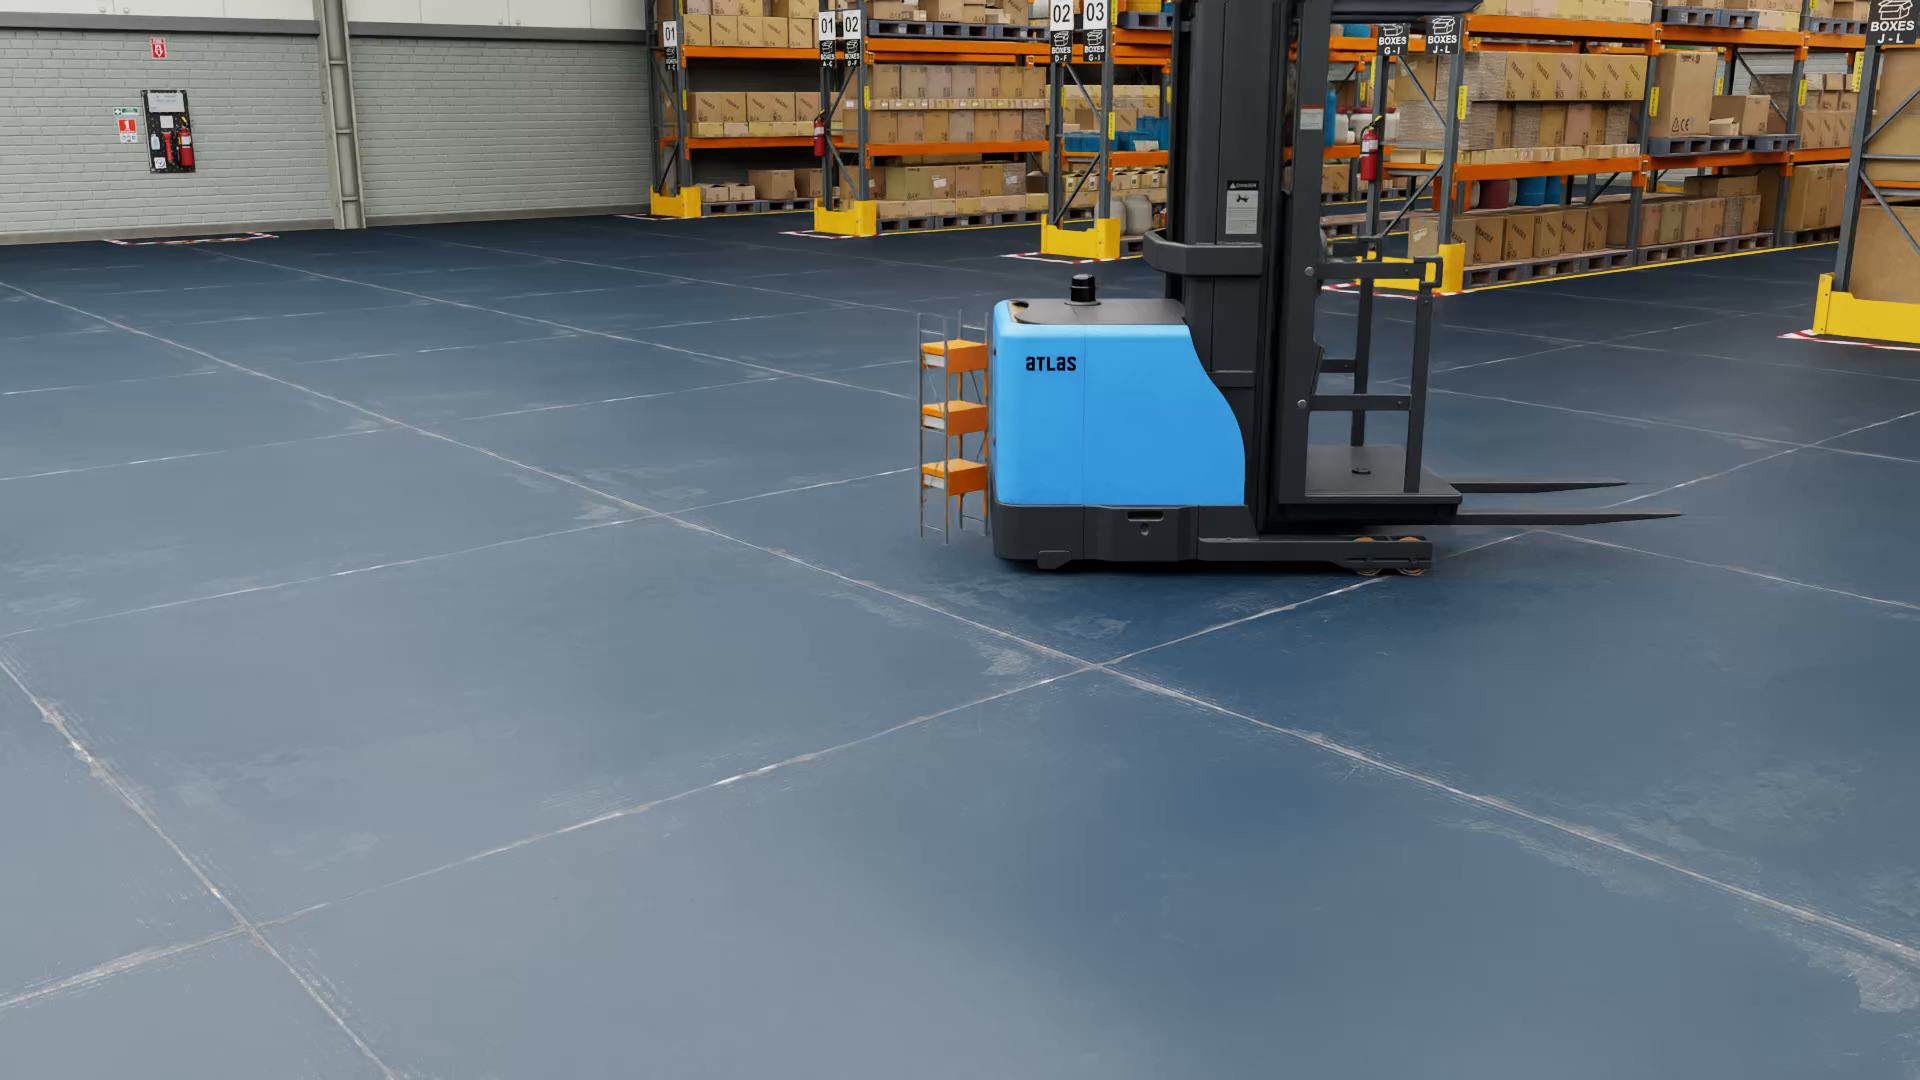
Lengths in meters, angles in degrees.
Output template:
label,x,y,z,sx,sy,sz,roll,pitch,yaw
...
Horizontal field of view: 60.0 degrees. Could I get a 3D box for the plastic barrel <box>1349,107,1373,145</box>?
label,x,y,z,sx,sy,sz,roll,pitch,yaw
plastic barrel,5.966,-6.115,24.569,0.433,0.535,0.433,0,15,0

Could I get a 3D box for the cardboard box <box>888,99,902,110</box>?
label,x,y,z,sx,sy,sz,roll,pitch,yaw
cardboard box,-1.084,-6.525,24.914,0.250,0.149,0.380,-13,20,-41

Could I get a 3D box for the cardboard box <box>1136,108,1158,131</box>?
label,x,y,z,sx,sy,sz,roll,pitch,yaw
cardboard box,3.061,-7.210,28.734,0.500,0.500,0.500,-14,20,-42

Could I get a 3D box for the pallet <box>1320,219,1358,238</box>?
label,x,y,z,sx,sy,sz,roll,pitch,yaw
pallet,5.114,-4.599,24.560,1.213,0.211,1.003,-13,19,-39

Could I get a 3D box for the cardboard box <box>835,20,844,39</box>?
label,x,y,z,sx,sy,sz,roll,pitch,yaw
cardboard box,-2.177,-9.108,29.990,0.500,0.500,0.500,-12,19,-38

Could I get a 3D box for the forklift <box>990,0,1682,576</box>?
label,x,y,z,sx,sy,sz,roll,pitch,yaw
forklift,1.663,-1.398,7.304,3.031,2.935,1.130,0,15,0

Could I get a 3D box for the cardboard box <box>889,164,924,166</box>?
label,x,y,z,sx,sy,sz,roll,pitch,yaw
cardboard box,-0.765,-5.651,26.155,0.500,0.500,0.500,-13,19,-39

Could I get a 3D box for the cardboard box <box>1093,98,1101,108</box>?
label,x,y,z,sx,sy,sz,roll,pitch,yaw
cardboard box,2.760,-8.907,34.474,0.500,0.500,0.500,-12,19,-38

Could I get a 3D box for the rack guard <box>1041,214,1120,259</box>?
label,x,y,z,sx,sy,sz,roll,pitch,yaw
rack guard,1.556,-3.943,21.542,0.348,0.500,1.175,-13,19,-39

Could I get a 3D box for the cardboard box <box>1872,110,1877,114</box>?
label,x,y,z,sx,sy,sz,roll,pitch,yaw
cardboard box,12.892,-5.941,23.984,0.500,0.500,0.500,-13,20,-40

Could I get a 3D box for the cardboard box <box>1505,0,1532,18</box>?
label,x,y,z,sx,sy,sz,roll,pitch,yaw
cardboard box,5.699,-5.661,17.608,0.500,0.250,0.500,-13,20,-41

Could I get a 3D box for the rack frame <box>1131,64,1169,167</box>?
label,x,y,z,sx,sy,sz,roll,pitch,yaw
rack frame,4.079,-9.090,35.968,0.127,3.000,1.000,-13,19,-39

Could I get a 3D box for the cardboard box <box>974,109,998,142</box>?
label,x,y,z,sx,sy,sz,roll,pitch,yaw
cardboard box,0.193,-6.568,26.333,0.500,0.500,0.700,-12,19,-39

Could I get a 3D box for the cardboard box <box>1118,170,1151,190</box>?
label,x,y,z,sx,sy,sz,roll,pitch,yaw
cardboard box,2.933,-6.199,28.571,0.500,0.311,0.500,-12,19,-38

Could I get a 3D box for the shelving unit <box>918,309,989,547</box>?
label,x,y,z,sx,sy,sz,roll,pitch,yaw
shelving unit,-0.030,-0.516,7.649,0.252,1.050,0.215,-12,19,-39

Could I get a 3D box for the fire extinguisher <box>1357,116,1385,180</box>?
label,x,y,z,sx,sy,sz,roll,pitch,yaw
fire extinguisher,4.392,-4.197,17.801,0.183,0.674,0.296,-13,19,-39

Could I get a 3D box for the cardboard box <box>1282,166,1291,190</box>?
label,x,y,z,sx,sy,sz,roll,pitch,yaw
cardboard box,6.010,-6.738,31.155,0.500,0.500,0.500,-14,20,-41

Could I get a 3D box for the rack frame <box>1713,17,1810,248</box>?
label,x,y,z,sx,sy,sz,roll,pitch,yaw
rack frame,10.816,-5.519,22.601,0.127,3.000,1.000,-13,19,-39

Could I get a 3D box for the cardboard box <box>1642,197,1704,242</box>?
label,x,y,z,sx,sy,sz,roll,pitch,yaw
cardboard box,9.070,-4.119,21.348,0.700,0.500,0.500,14,20,42

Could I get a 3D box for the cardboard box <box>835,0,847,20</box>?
label,x,y,z,sx,sy,sz,roll,pitch,yaw
cardboard box,-2.156,-9.587,29.848,0.500,0.500,0.500,14,20,42

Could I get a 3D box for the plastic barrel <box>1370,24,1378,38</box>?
label,x,y,z,sx,sy,sz,roll,pitch,yaw
plastic barrel,6.309,-7.933,24.991,0.708,0.830,0.600,-13,19,-39

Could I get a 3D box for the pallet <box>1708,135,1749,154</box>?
label,x,y,z,sx,sy,sz,roll,pitch,yaw
pallet,9.349,-5.083,21.340,1.213,0.211,1.003,-13,19,-39

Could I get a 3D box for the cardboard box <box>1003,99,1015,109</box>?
label,x,y,z,sx,sy,sz,roll,pitch,yaw
cardboard box,0.653,-6.914,26.371,0.250,0.149,0.380,-13,20,-39

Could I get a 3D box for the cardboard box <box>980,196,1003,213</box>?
label,x,y,z,sx,sy,sz,roll,pitch,yaw
cardboard box,0.341,-5.354,26.496,0.500,0.250,0.500,-13,19,-39

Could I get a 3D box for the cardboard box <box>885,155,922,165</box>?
label,x,y,z,sx,sy,sz,roll,pitch,yaw
cardboard box,-1.082,-7.305,31.824,0.500,0.250,0.500,-13,20,-41

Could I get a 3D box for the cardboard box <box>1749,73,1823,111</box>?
label,x,y,z,sx,sy,sz,roll,pitch,yaw
cardboard box,11.378,-6.173,22.910,0.637,0.503,0.797,-12,19,-38

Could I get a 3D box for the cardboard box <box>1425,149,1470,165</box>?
label,x,y,z,sx,sy,sz,roll,pitch,yaw
cardboard box,5.152,-4.045,17.567,0.250,0.149,0.380,-13,19,-39

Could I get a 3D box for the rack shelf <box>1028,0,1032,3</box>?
label,x,y,z,sx,sy,sz,roll,pitch,yaw
rack shelf,-0.448,-10.431,31.533,4.000,0.370,1.077,-13,19,-39

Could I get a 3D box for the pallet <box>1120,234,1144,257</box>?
label,x,y,z,sx,sy,sz,roll,pitch,yaw
pallet,2.172,-3.940,22.091,1.213,0.211,1.003,-13,19,-39

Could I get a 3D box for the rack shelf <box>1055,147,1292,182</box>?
label,x,y,z,sx,sy,sz,roll,pitch,yaw
rack shelf,3.038,-5.120,22.498,4.000,0.370,1.077,-13,19,-39

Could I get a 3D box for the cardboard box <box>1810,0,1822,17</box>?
label,x,y,z,sx,sy,sz,roll,pitch,yaw
cardboard box,11.229,-7.339,22.586,0.637,0.503,0.797,-11,19,-36

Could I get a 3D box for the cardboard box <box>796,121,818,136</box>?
label,x,y,z,sx,sy,sz,roll,pitch,yaw
cardboard box,-2.865,-7.362,29.750,0.500,0.250,0.500,-13,20,-40

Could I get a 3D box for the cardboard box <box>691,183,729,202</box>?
label,x,y,z,sx,sy,sz,roll,pitch,yaw
cardboard box,-4.393,-6.070,29.021,0.500,0.311,0.500,13,20,41

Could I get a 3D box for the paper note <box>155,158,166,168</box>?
label,x,y,z,sx,sy,sz,roll,pitch,yaw
paper note,-11.608,-5.474,24.139,0.142,0.148,0.016,-13,19,-39

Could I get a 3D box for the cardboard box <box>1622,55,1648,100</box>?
label,x,y,z,sx,sy,sz,roll,pitch,yaw
cardboard box,7.640,-5.387,19.398,0.500,0.500,0.500,-13,19,-39

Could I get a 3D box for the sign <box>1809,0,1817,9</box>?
label,x,y,z,sx,sy,sz,roll,pitch,yaw
sign,11.171,-7.112,21.750,0.005,0.325,0.100,-13,19,-39

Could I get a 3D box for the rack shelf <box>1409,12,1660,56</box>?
label,x,y,z,sx,sy,sz,roll,pitch,yaw
rack shelf,6.290,-5.605,18.501,4.000,0.370,1.077,-13,19,-39

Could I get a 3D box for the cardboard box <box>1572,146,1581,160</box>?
label,x,y,z,sx,sy,sz,roll,pitch,yaw
cardboard box,6.854,-4.425,18.989,0.250,0.149,0.380,-13,19,-39

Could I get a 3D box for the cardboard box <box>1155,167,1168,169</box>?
label,x,y,z,sx,sy,sz,roll,pitch,yaw
cardboard box,3.728,-6.562,29.933,0.500,0.311,0.500,-12,19,-38

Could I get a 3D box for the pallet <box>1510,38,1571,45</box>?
label,x,y,z,sx,sy,sz,roll,pitch,yaw
pallet,9.201,-8.175,27.095,1.213,0.211,1.003,-13,19,-39

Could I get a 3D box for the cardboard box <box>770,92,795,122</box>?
label,x,y,z,sx,sy,sz,roll,pitch,yaw
cardboard box,-3.261,-7.637,29.327,0.500,0.500,0.500,-12,19,-38

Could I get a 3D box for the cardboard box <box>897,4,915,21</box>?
label,x,y,z,sx,sy,sz,roll,pitch,yaw
cardboard box,-1.024,-7.987,25.232,0.500,0.250,0.500,-13,19,-39

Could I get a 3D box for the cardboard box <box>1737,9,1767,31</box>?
label,x,y,z,sx,sy,sz,roll,pitch,yaw
cardboard box,9.872,-6.597,21.112,0.500,0.250,0.500,-12,19,-38

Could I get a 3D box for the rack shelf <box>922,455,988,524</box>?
label,x,y,z,sx,sy,sz,roll,pitch,yaw
rack shelf,-0.030,-0.238,7.724,0.240,0.259,0.215,-12,19,-39

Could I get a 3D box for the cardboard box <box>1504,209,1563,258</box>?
label,x,y,z,sx,sy,sz,roll,pitch,yaw
cardboard box,6.626,-3.558,19.288,0.500,0.500,0.500,14,20,42

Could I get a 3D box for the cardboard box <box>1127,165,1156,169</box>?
label,x,y,z,sx,sy,sz,roll,pitch,yaw
cardboard box,3.674,-8.119,35.684,0.750,0.750,0.750,-12,19,-39

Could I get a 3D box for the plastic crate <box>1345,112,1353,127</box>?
label,x,y,z,sx,sy,sz,roll,pitch,yaw
plastic crate,6.145,-6.300,25.401,0.583,0.464,0.402,-13,19,-39

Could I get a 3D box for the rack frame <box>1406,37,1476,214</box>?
label,x,y,z,sx,sy,sz,roll,pitch,yaw
rack frame,7.565,-6.484,26.211,0.127,3.000,1.000,-13,19,-39

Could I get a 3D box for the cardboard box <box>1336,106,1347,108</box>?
label,x,y,z,sx,sy,sz,roll,pitch,yaw
cardboard box,7.542,-8.309,32.851,0.500,0.500,0.500,-12,19,-38

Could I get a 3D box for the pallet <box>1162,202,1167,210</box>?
label,x,y,z,sx,sy,sz,roll,pitch,yaw
pallet,3.669,-5.970,29.690,1.213,0.211,1.003,-13,19,-39

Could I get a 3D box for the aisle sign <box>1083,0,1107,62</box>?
label,x,y,z,sx,sy,sz,roll,pitch,yaw
aisle sign,1.668,-6.315,20.543,0.004,0.787,0.394,-13,19,-39
